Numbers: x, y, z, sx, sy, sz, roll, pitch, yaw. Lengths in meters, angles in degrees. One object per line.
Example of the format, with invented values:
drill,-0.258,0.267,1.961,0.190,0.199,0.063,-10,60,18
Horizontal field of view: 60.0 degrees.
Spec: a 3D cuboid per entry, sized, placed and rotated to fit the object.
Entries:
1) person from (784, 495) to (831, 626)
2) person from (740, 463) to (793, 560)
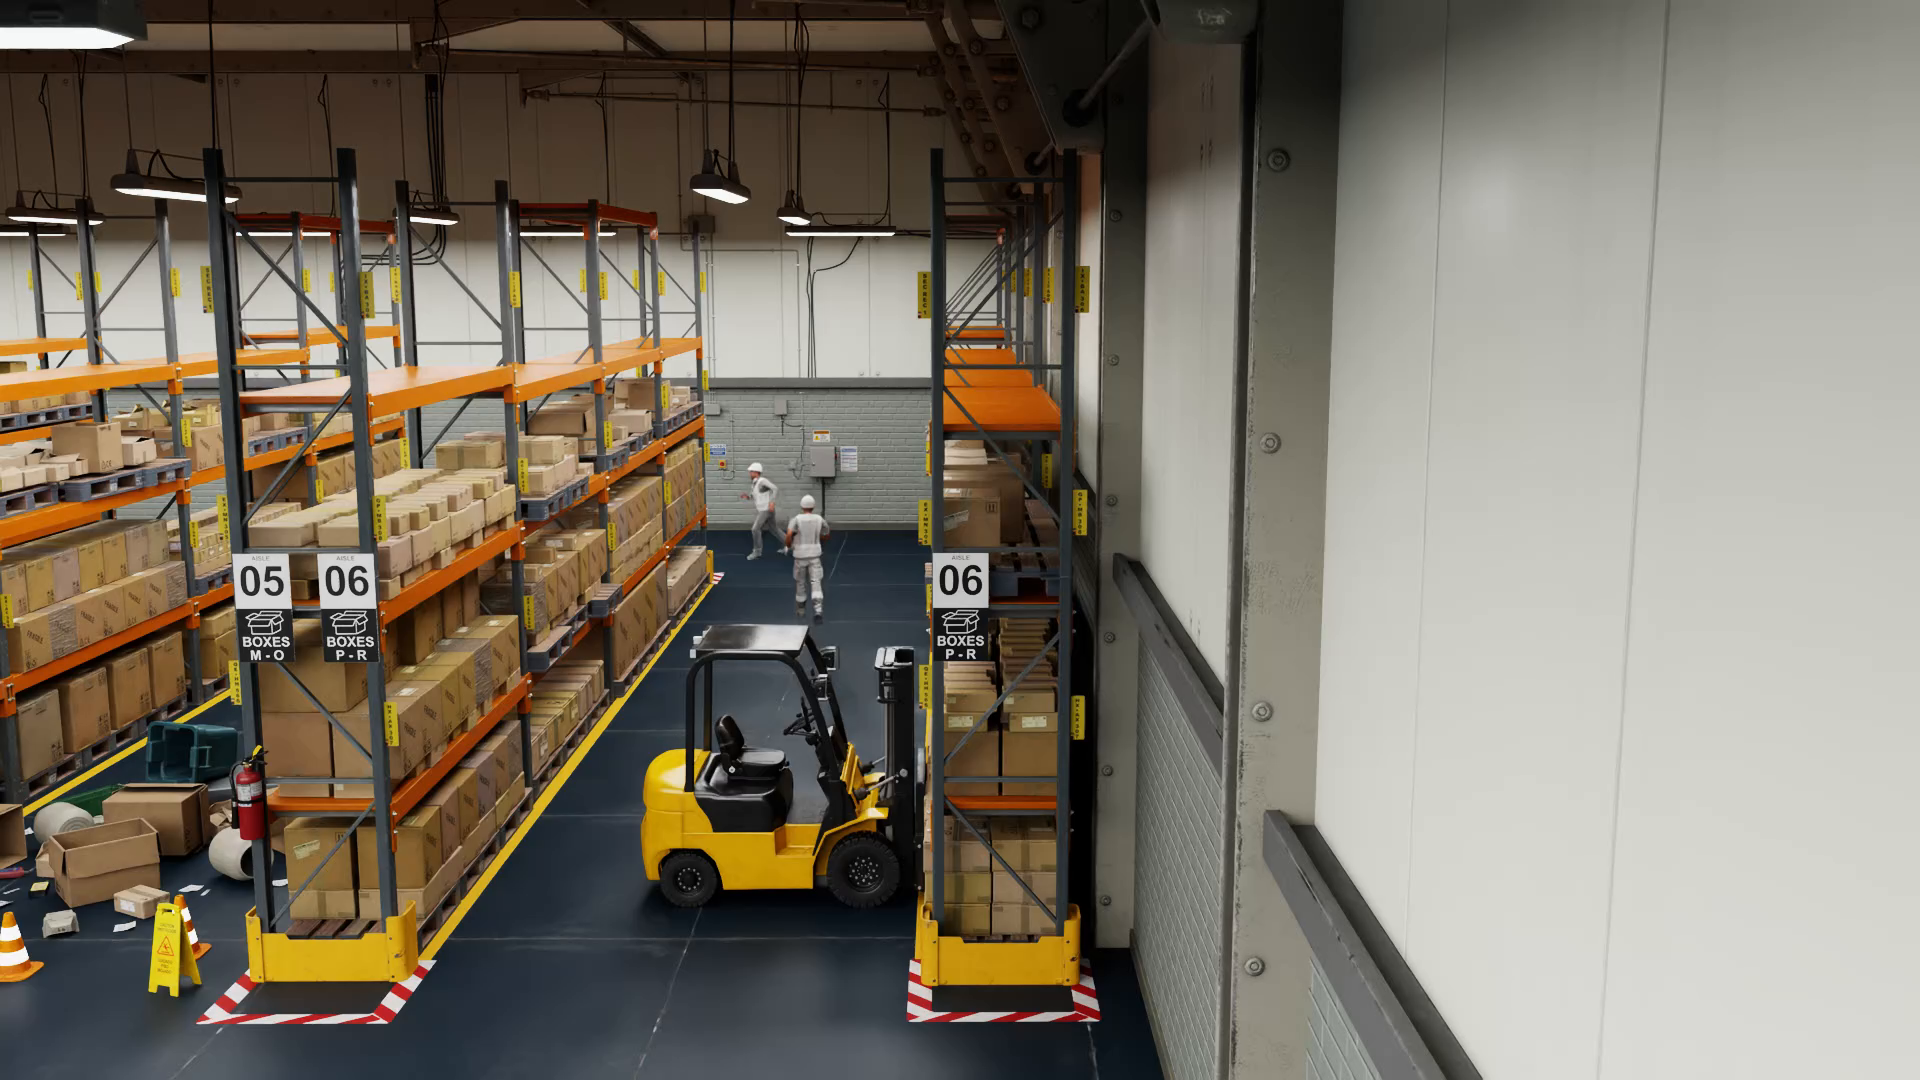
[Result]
person,-2.143,0.266,23.325,0.673,1.819,0.930,-3,9,-16
person,-3.528,-0.543,30.353,0.974,1.748,0.651,-3,9,-16
